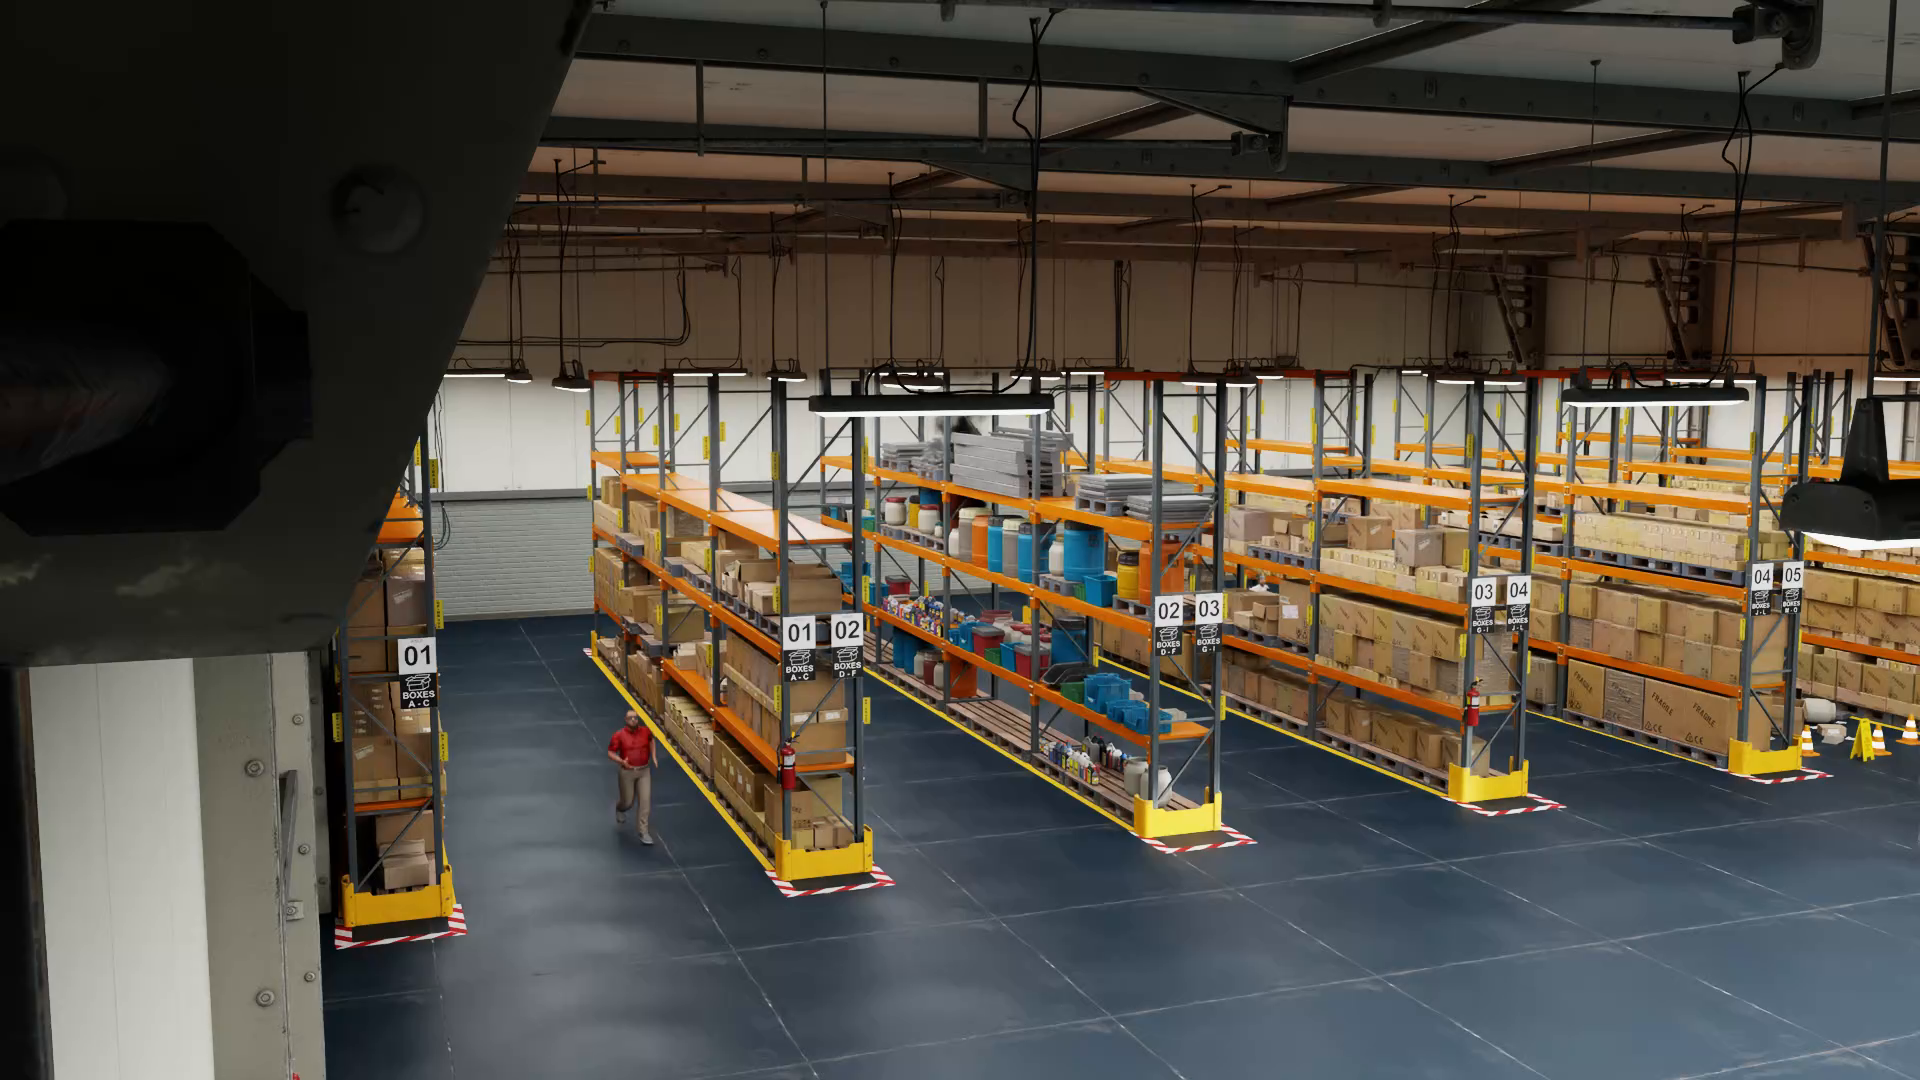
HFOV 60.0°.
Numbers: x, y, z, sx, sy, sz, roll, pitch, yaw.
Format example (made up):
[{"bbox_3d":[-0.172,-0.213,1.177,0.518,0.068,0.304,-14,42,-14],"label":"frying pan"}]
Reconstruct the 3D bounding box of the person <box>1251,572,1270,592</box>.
[{"bbox_3d":[6.486,1.519,35.887,0.625,1.672,0.676,-2,7,-20],"label":"person"}]

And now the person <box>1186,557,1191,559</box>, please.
[{"bbox_3d":[5.331,1.194,39.138,0.537,1.579,0.616,-1,6,-11],"label":"person"}]

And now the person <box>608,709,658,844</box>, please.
[{"bbox_3d":[-4.252,3.059,21.770,0.678,1.690,0.992,-3,7,-28],"label":"person"}]
